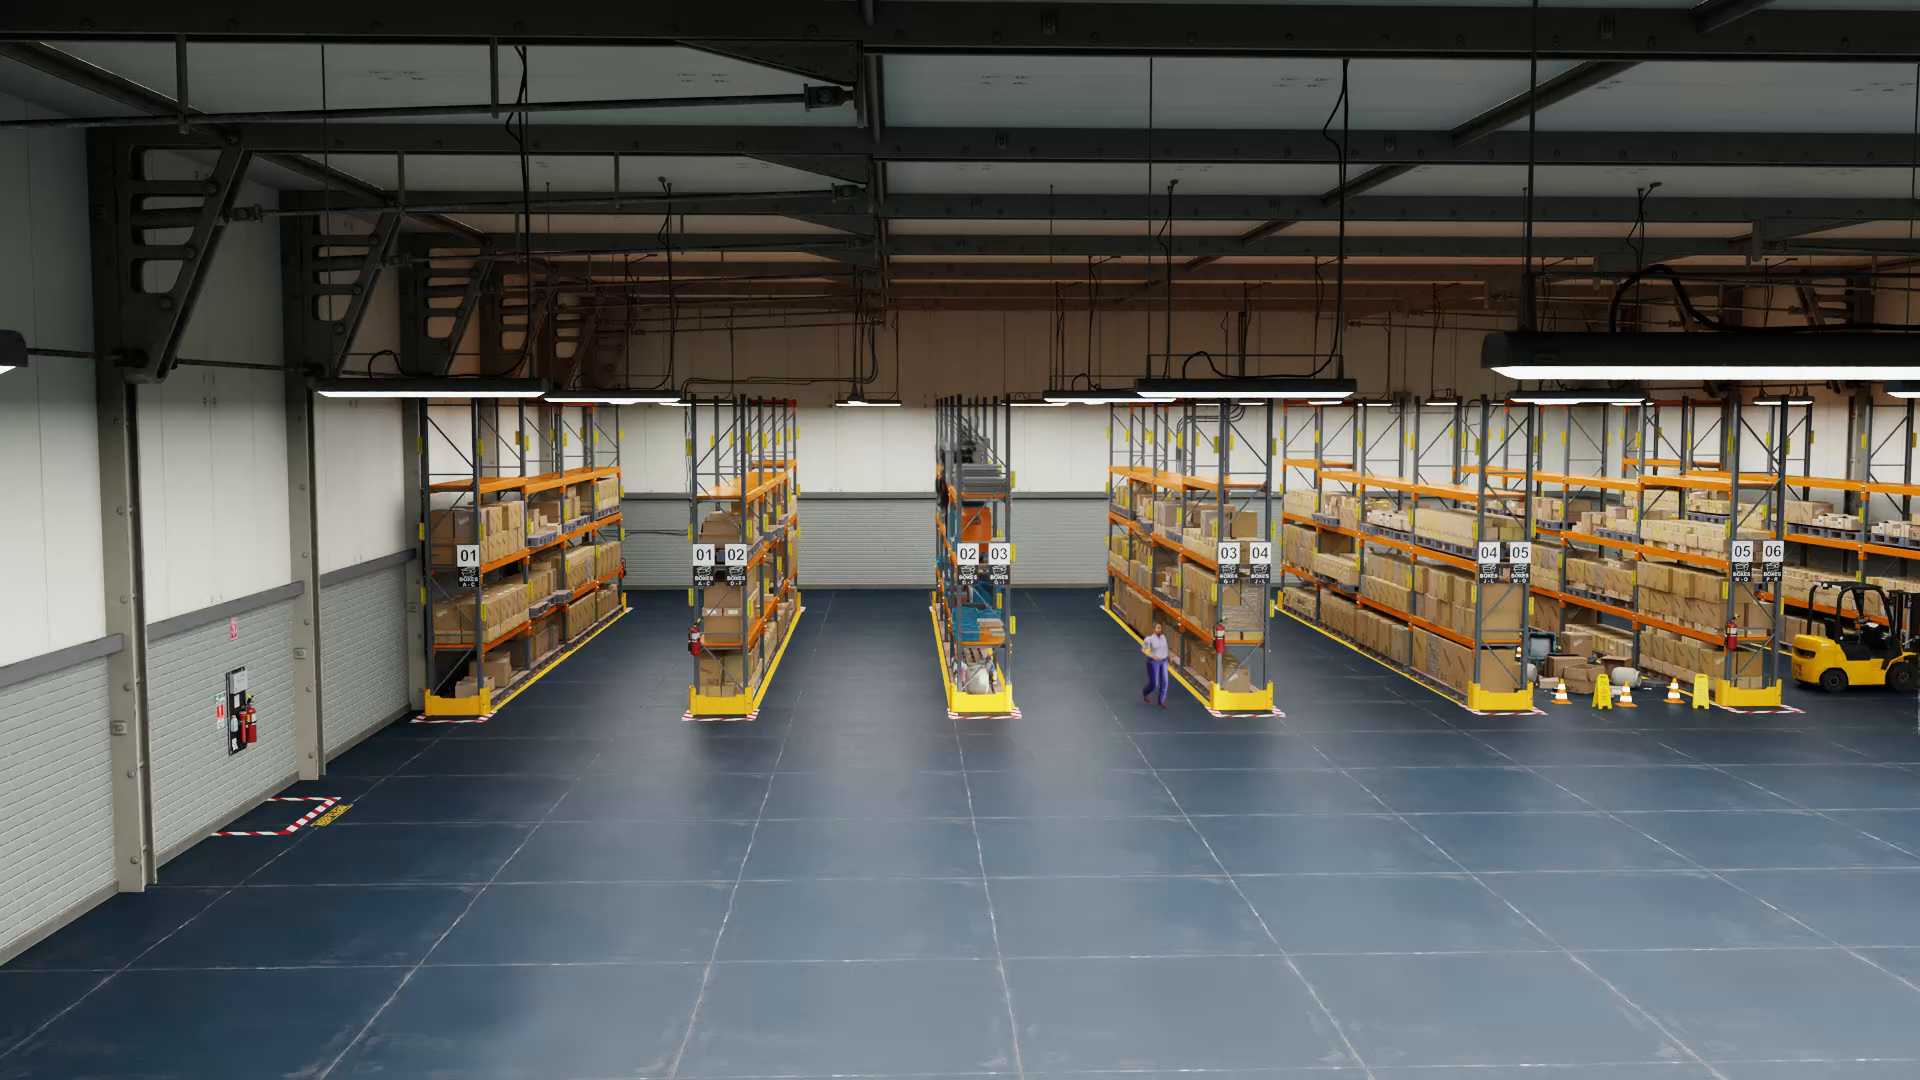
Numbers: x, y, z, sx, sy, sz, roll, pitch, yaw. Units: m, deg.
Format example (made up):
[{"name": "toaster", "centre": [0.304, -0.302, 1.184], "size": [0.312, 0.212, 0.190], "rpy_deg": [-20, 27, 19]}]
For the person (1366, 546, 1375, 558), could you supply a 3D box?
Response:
[{"name": "person", "centre": [12.115, 1.011, 49.239], "size": [0.652, 1.647, 0.543], "rpy_deg": [0, 5, -4]}]

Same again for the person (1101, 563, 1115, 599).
[{"name": "person", "centre": [4.561, 1.071, 49.134], "size": [0.822, 1.614, 0.562], "rpy_deg": [1, 5, 10]}]

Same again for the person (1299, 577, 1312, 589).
[{"name": "person", "centre": [10.273, 1.019, 49.030], "size": [0.713, 1.719, 0.509], "rpy_deg": [-4, 6, -40]}]

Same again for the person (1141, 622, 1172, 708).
[{"name": "person", "centre": [3.788, 2.394, 32.054], "size": [0.634, 1.625, 0.691], "rpy_deg": [-2, 5, -26]}]
